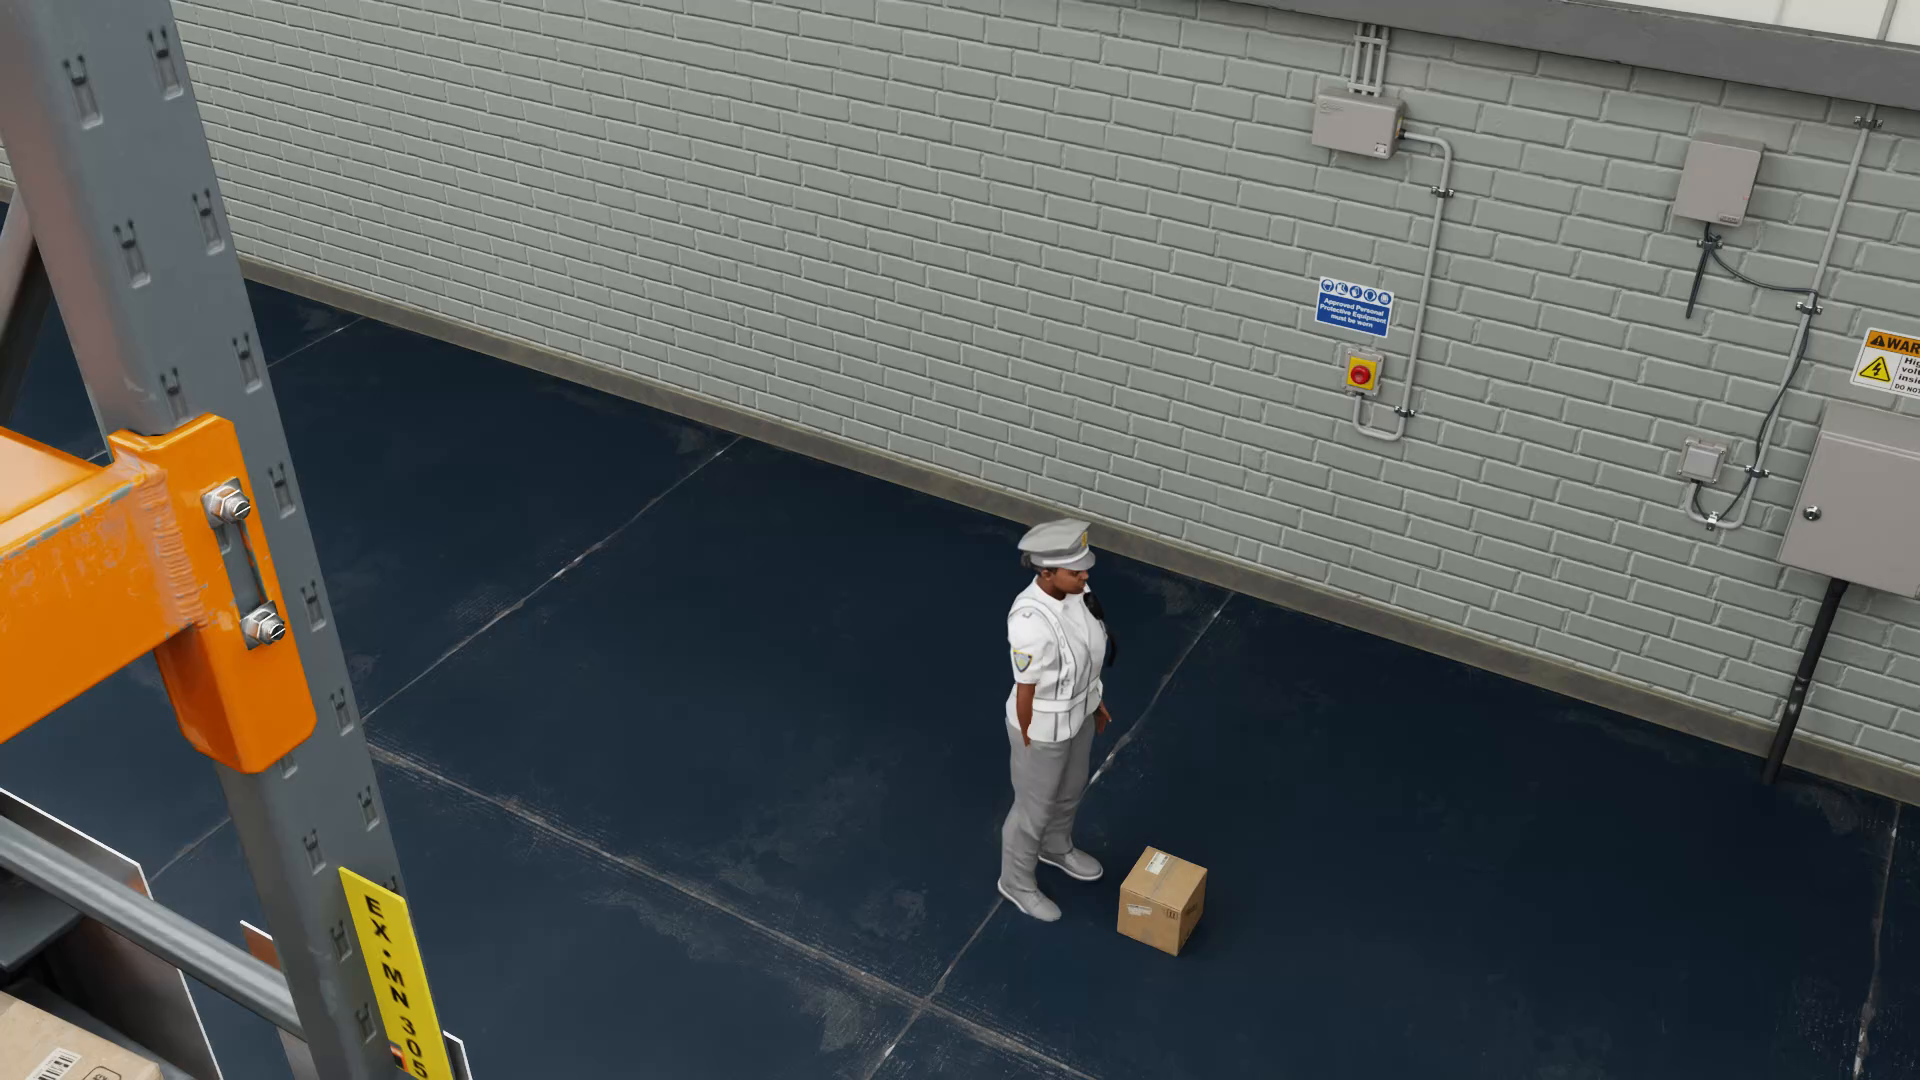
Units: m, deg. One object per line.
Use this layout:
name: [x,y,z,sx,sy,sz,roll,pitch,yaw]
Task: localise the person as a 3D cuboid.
person: [0.364,0.668,6.174,0.351,1.716,0.452,19,39,25]
